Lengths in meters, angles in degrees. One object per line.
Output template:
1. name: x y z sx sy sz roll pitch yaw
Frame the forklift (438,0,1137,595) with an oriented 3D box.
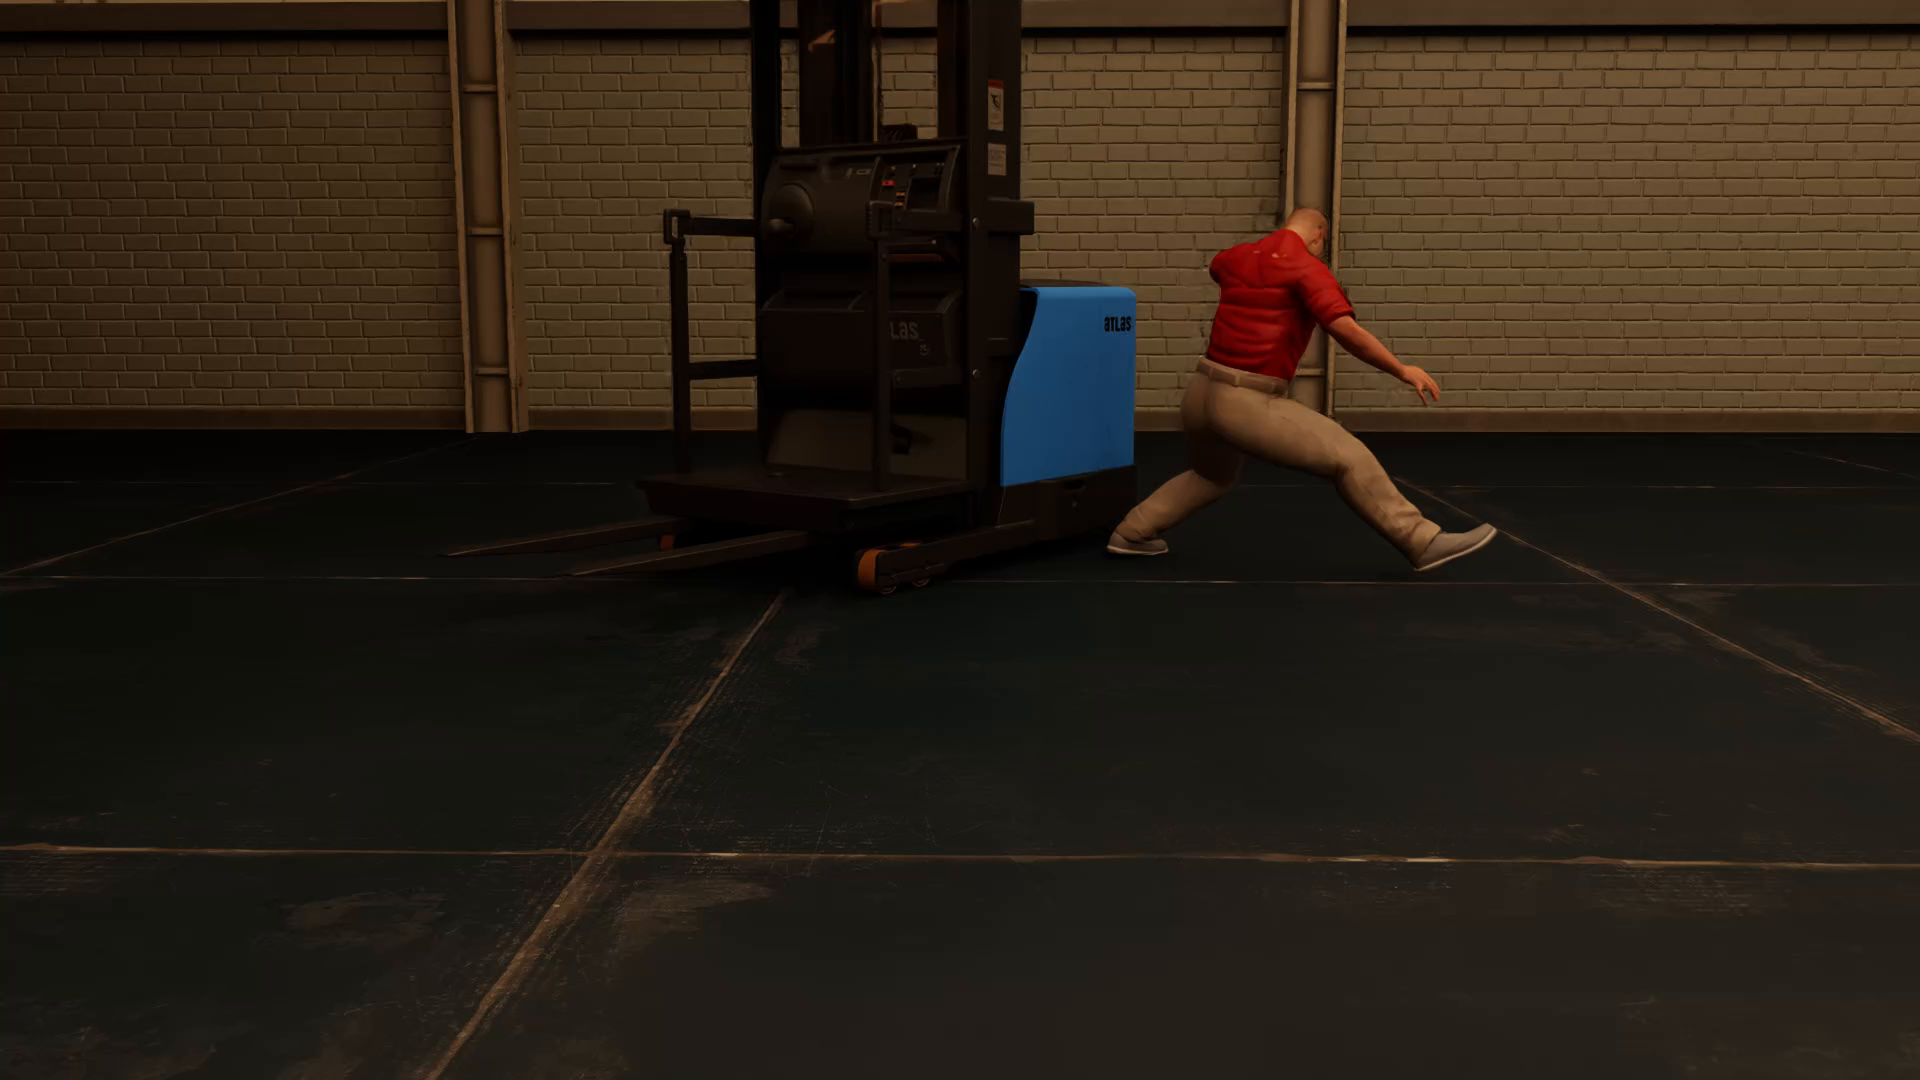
1. forklift: -0.515 -1.337 6.176 1.130 2.935 3.031 6 11 36

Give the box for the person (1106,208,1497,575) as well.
1. person: 1.264 -0.554 6.336 1.038 1.366 1.225 -4 9 -24
